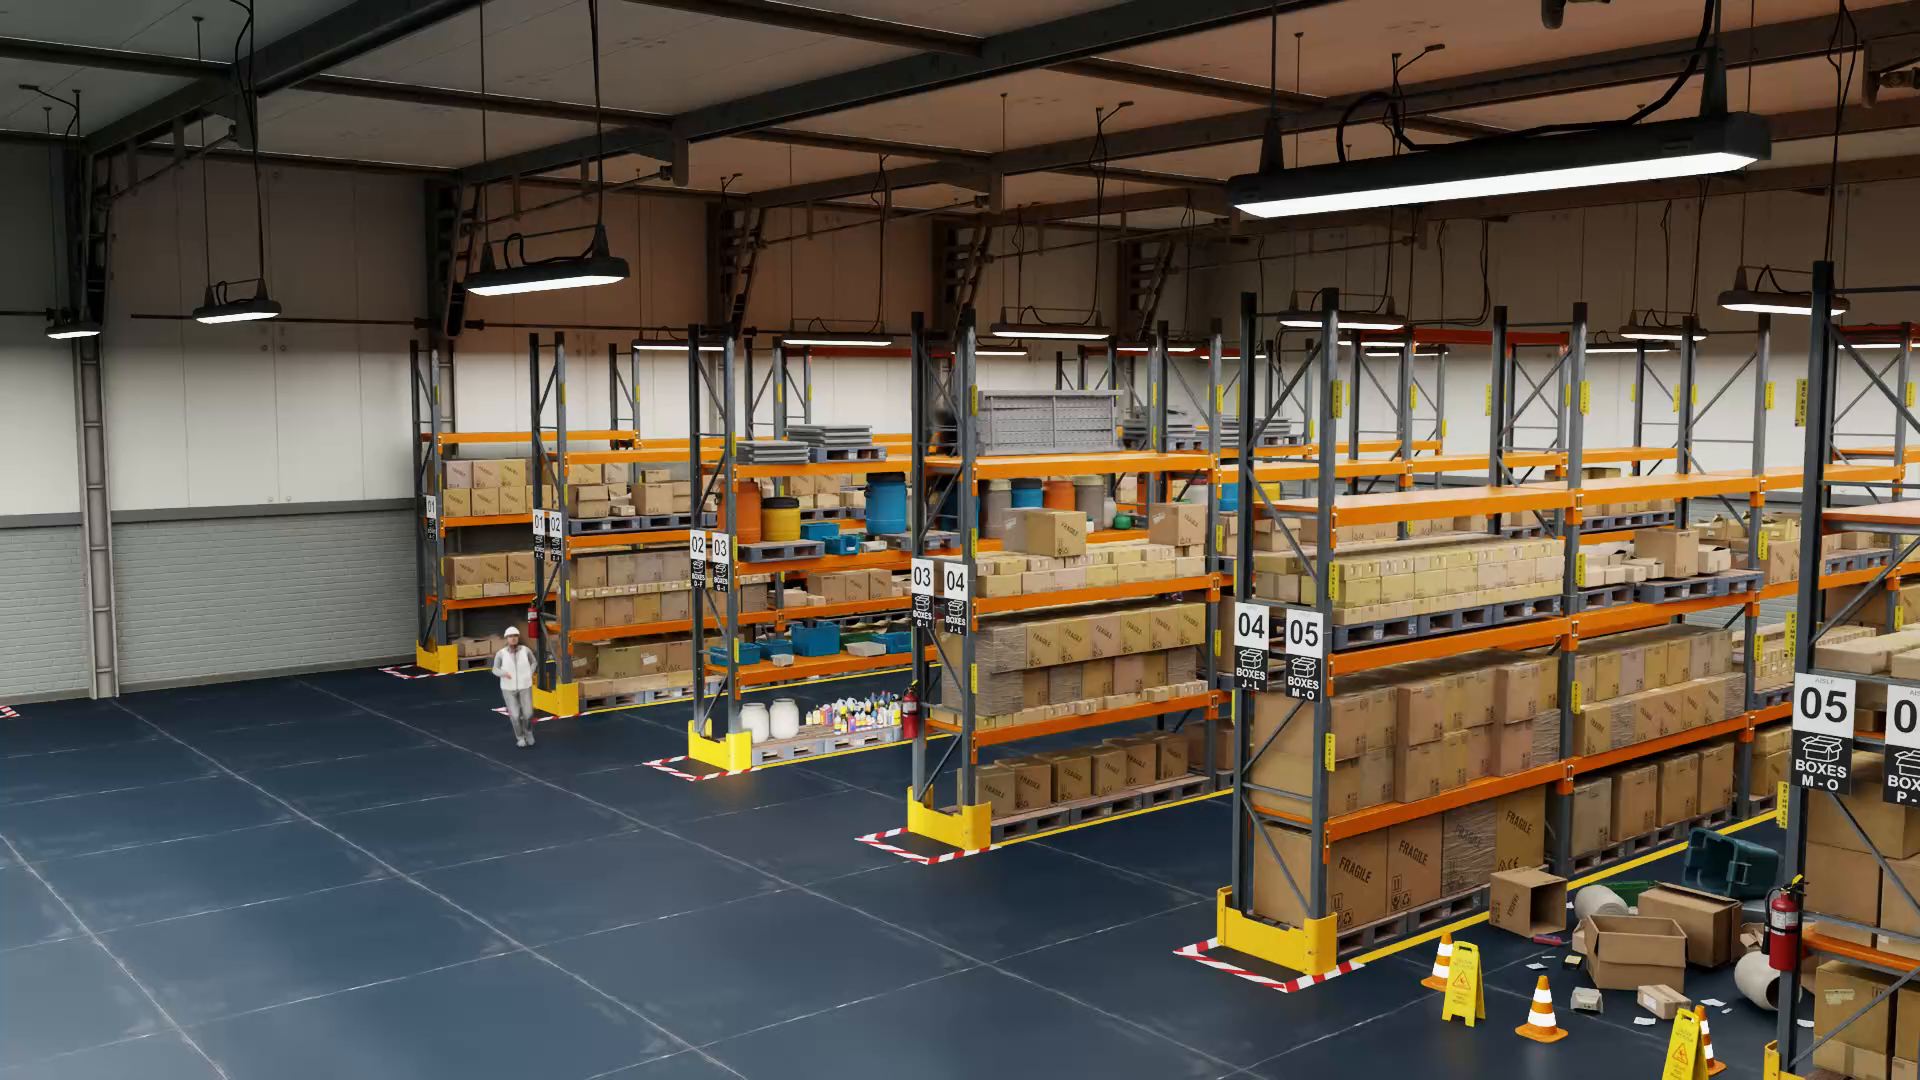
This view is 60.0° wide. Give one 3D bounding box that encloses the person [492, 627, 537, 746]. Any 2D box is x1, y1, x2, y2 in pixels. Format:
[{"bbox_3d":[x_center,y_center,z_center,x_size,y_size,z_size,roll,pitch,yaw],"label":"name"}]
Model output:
[{"bbox_3d":[-6.337,2.115,23.735,0.637,1.744,0.572,-2,6,-18],"label":"person"}]
